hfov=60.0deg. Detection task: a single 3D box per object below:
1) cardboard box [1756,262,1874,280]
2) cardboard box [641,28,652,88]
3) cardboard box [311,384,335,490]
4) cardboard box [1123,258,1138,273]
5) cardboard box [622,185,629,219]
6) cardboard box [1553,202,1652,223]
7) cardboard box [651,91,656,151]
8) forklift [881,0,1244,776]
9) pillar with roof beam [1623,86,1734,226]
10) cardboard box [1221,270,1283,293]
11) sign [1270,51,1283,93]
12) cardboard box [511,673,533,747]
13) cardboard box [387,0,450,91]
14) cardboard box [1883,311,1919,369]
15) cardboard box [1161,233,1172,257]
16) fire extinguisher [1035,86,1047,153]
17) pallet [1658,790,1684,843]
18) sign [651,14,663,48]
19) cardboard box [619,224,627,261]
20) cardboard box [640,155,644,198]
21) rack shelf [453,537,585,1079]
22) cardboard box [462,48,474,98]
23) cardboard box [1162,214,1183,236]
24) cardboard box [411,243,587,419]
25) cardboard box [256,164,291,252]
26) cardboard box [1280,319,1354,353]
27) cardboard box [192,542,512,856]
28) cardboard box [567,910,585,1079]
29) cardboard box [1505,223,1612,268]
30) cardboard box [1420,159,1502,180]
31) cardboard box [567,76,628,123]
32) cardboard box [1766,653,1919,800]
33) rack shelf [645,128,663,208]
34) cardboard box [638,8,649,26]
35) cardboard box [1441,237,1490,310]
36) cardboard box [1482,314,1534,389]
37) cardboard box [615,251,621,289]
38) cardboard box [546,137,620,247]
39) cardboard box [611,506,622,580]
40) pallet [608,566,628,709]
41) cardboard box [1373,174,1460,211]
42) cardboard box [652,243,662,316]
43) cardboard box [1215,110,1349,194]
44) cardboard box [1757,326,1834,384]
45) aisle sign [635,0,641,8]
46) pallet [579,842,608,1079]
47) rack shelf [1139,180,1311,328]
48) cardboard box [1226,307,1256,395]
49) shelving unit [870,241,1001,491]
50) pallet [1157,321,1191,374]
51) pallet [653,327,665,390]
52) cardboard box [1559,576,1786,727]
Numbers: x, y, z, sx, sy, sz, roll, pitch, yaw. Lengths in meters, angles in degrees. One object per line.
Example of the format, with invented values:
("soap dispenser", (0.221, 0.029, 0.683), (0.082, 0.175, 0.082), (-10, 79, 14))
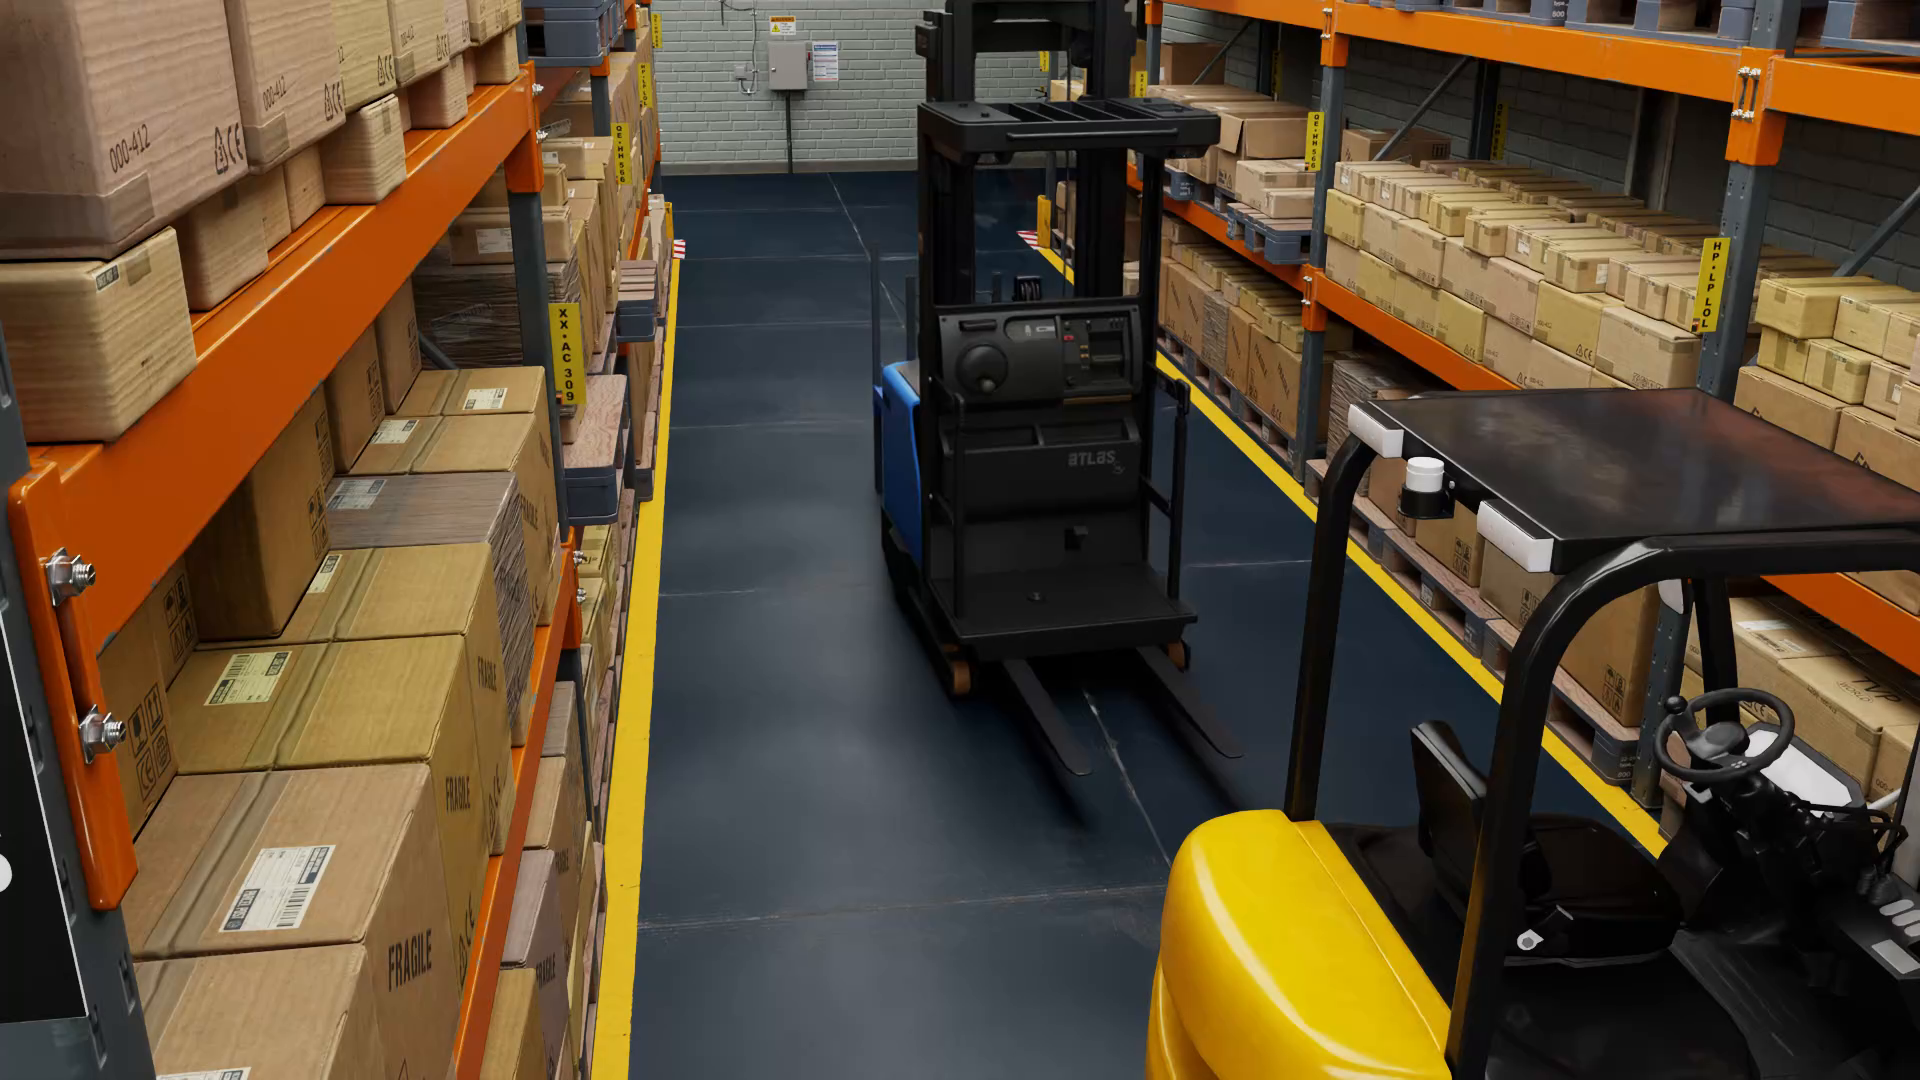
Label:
("cardboard box", (3.304, -0.983, 6.492), (0.380, 0.149, 0.250), (-4, 21, -10))
("cardboard box", (-3.034, -4.317, 14.916), (0.500, 0.500, 0.500), (-3, 21, -8))
("cardboard box", (-1.836, -0.291, 3.712), (0.700, 0.500, 0.500), (-3, 21, -9))
("cardboard box", (1.554, -2.392, 14.641), (0.396, 0.266, 0.258), (-2, 21, -6))
("cardboard box", (-2.261, -2.069, 9.968), (0.500, 0.250, 0.500), (-2, 21, -6))
("cardboard box", (3.040, -1.507, 7.895), (0.380, 0.149, 0.250), (-2, 21, -6))
("cardboard box", (-2.952, -3.671, 14.614), (0.500, 0.500, 0.500), (-2, 21, -6))
("forklift", (0.416, -0.827, 7.240), (1.130, 2.935, 3.031), (-5, 21, -12))
("pillar with roof beam", (-0.627, -3.977, 7.003), (9.100, 9.000, 0.400), (-3, 21, -8))
("cardboard box", (2.083, -1.826, 11.862), (0.380, 0.149, 0.250), (-3, 21, -8))
("sign", (2.525, -3.746, 13.304), (0.100, 0.325, 0.005), (-3, 21, -8))
("cardboard box", (-1.284, 0.412, 4.185), (0.380, 0.149, 0.250), (-3, 21, -9))
("cardboard box", (-1.231, -0.961, 3.003), (0.500, 0.250, 0.500), (-2, 21, -7))
("cardboard box", (3.054, -0.596, 5.029), (0.380, 0.149, 0.250), (-3, 21, -9))
("cardboard box", (1.765, -2.367, 13.311), (0.380, 0.149, 0.250), (-2, 21, -5))
("fire extinguisher", (0.921, -4.376, 17.289), (0.296, 0.674, 0.183), (-3, 21, -8))
("pallet", (3.203, 1.179, 5.758), (1.003, 0.211, 1.213), (-3, 21, -8))
("sign", (-2.973, -4.984, 16.279), (0.100, 0.325, 0.005), (-3, 21, -8))
("cardboard box", (-2.180, -1.650, 9.561), (0.500, 0.250, 0.500), (-3, 21, -9))
("cardboard box", (-2.621, -2.710, 12.399), (0.500, 0.250, 0.500), (-3, 21, -9))
("rack shelf", (-1.494, 0.876, 3.611), (1.077, 0.370, 4.000), (-3, 21, -8))
("cardboard box", (-1.425, -1.167, 4.127), (0.380, 0.149, 0.250), (-3, 21, -7))
("cardboard box", (1.825, -2.509, 13.267), (0.380, 0.149, 0.250), (-3, 21, -9))
("cardboard box", (-1.566, -0.713, 5.669), (0.500, 0.500, 0.500), (-2, 21, -6))
("cardboard box", (-1.123, -0.451, 2.209), (0.380, 0.149, 0.250), (-3, 21, -8))
("cardboard box", (2.231, -1.277, 10.395), (0.380, 0.149, 0.250), (-4, 21, -10))
("cardboard box", (-1.233, 0.337, 3.460), (0.500, 0.500, 0.500), (-3, 21, -9))
("cardboard box", (-1.344, 1.313, 4.742), (0.500, 0.250, 0.500), (-3, 21, -9))
("cardboard box", (2.647, -1.303, 7.349), (0.380, 0.149, 0.250), (-3, 21, -7))
("cardboard box", (2.800, -2.038, 9.315), (0.380, 0.149, 0.250), (-2, 21, -6))
("cardboard box", (-2.328, -2.587, 10.285), (0.500, 0.500, 0.500), (-2, 21, -6))
("cardboard box", (2.952, 0.579, 5.279), (0.500, 0.250, 0.500), (-3, 21, -8))
("rack shelf", (-3.223, -3.278, 14.735), (1.077, 0.370, 4.000), (-3, 21, -8))
("cardboard box", (-3.081, -4.841, 15.391), (0.380, 0.149, 0.250), (-3, 21, -8))
("cardboard box", (2.602, -1.256, 7.793), (0.500, 0.250, 0.500), (-3, 21, -7))
("cardboard box", (2.679, -0.843, 7.400), (0.500, 0.250, 0.500), (-3, 21, -7))
("cardboard box", (-1.888, -1.341, 8.279), (0.380, 0.149, 0.250), (-3, 21, -8))
("cardboard box", (-2.018, -1.778, 8.520), (0.500, 0.500, 0.500), (-4, 21, -9))
("cardboard box", (-2.173, -0.052, 8.225), (0.950, 0.372, 0.625), (-3, 21, -9))
("pallet", (-2.075, 0.460, 7.682), (1.003, 0.211, 1.213), (-3, 21, -8))
("cardboard box", (2.409, -1.835, 8.772), (0.380, 0.149, 0.250), (-2, 21, -6))
("cardboard box", (-2.919, -2.142, 13.726), (0.875, 0.438, 0.875), (-3, 21, -9))
("cardboard box", (2.134, -2.591, 11.117), (0.797, 0.503, 0.637), (-3, 21, -9))
("cardboard box", (2.915, -0.632, 5.551), (0.380, 0.149, 0.250), (-3, 21, -9))
("aisle sign", (-3.215, -5.566, 16.117), (0.394, 0.787, 0.004), (-3, 21, -8))
("pallet", (-1.650, 1.384, 5.209), (1.003, 0.211, 1.213), (-3, 21, -8))
("rack shelf", (2.264, -2.145, 11.700), (1.077, 0.370, 4.000), (-3, 21, -8))
("cardboard box", (2.139, -1.306, 11.398), (0.500, 0.500, 0.500), (-2, 21, -5))
("shelving unit", (-0.150, -0.848, 9.342), (0.538, 1.500, 1.048), (-5, 21, -12))
("pallet", (2.131, -1.588, 13.168), (1.003, 0.211, 1.213), (-3, 21, -8))
("pallet", (-2.749, -1.353, 12.538), (1.003, 0.211, 1.213), (-3, 21, -8))
("cardboard box", (3.043, 0.331, 6.837), (0.875, 0.625, 0.625), (-2, 21, -5))
